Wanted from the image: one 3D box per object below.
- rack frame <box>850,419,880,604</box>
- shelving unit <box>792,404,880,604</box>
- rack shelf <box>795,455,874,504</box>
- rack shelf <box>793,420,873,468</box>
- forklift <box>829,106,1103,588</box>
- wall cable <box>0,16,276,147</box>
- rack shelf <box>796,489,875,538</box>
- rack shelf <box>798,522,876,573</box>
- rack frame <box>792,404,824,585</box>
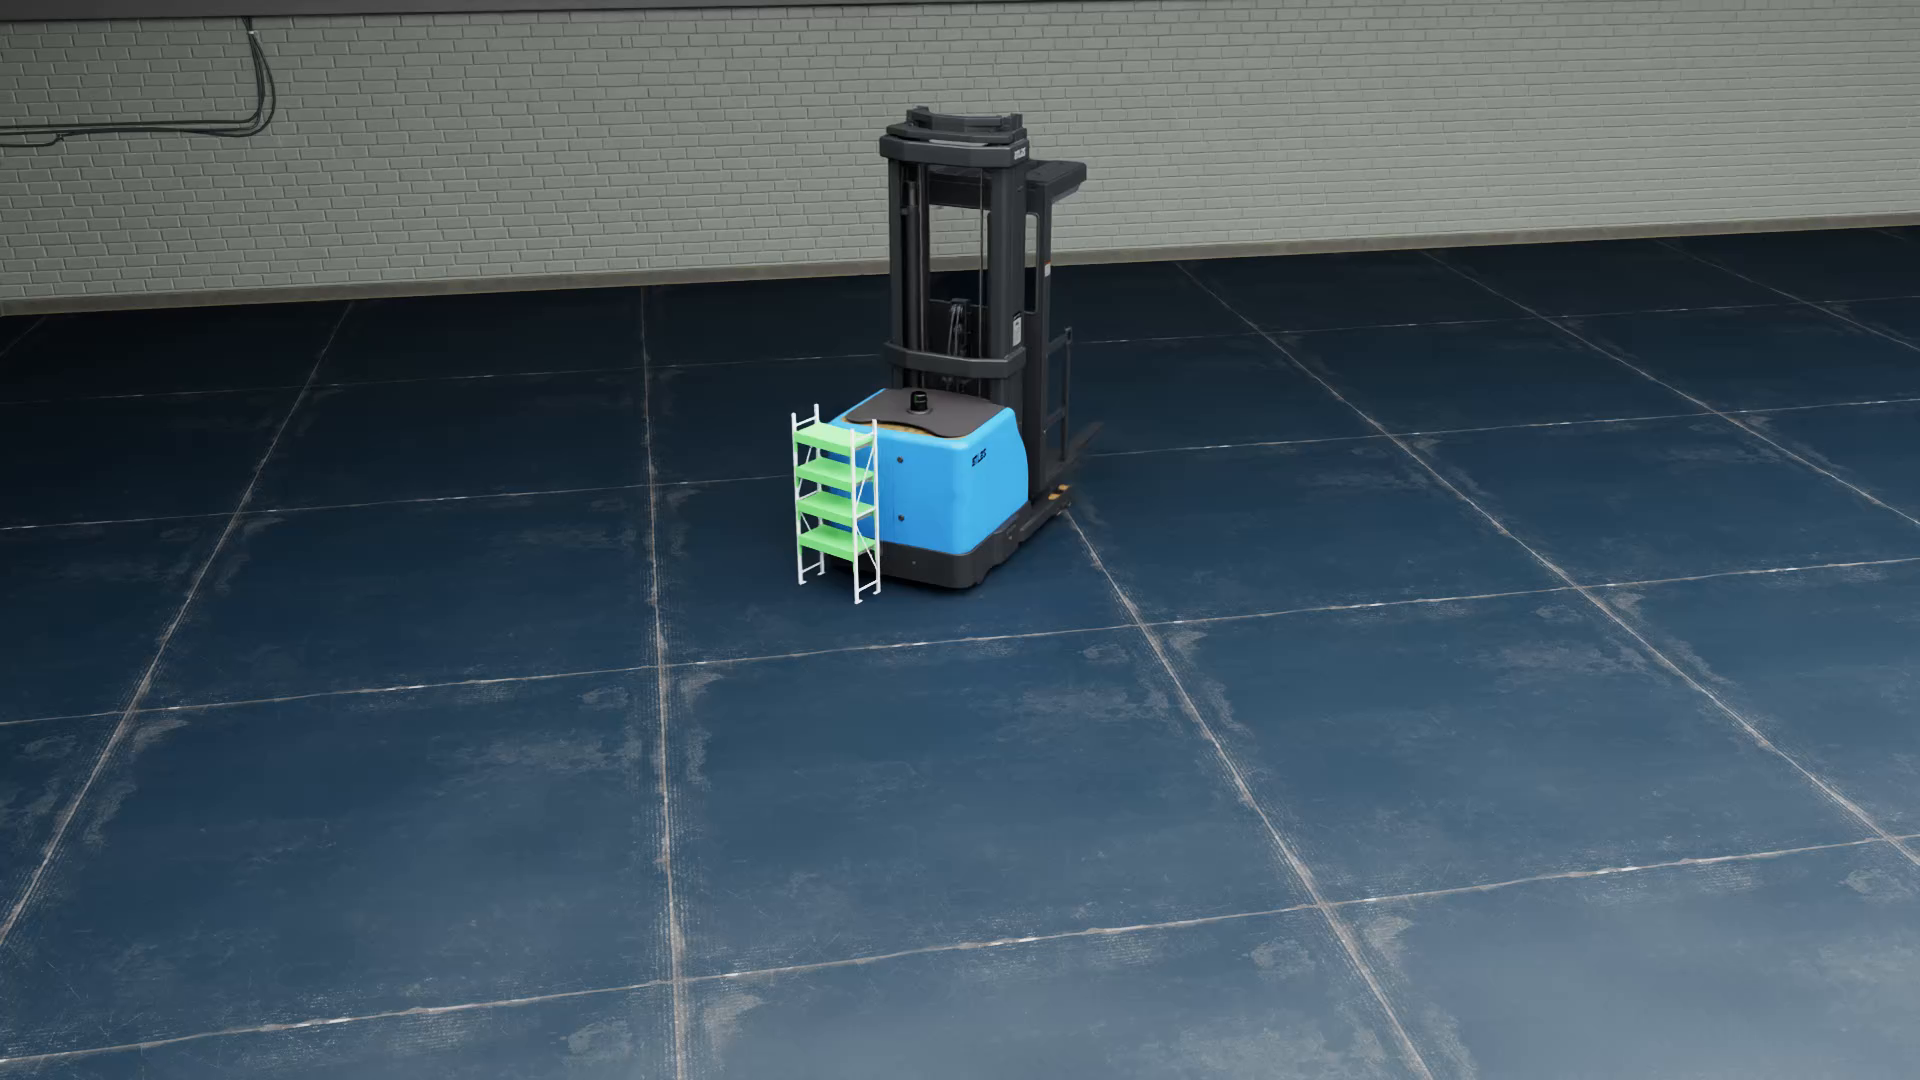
[{"bbox_3d":[-0.605,-0.174,10.649,0.015,1.200,0.240,17,29,33],"label":"rack frame"},{"bbox_3d":[-0.800,-0.232,10.783,0.503,1.200,0.258,17,29,33],"label":"shelving unit"},{"bbox_3d":[-0.800,-0.394,10.712,0.480,0.148,0.258,17,29,33],"label":"rack shelf"},{"bbox_3d":[-0.800,-0.614,10.616,0.480,0.148,0.258,17,29,33],"label":"rack shelf"},{"bbox_3d":[0.202,-1.584,11.714,1.130,2.935,3.031,11,26,23],"label":"forklift"},{"bbox_3d":[-8.369,-5.090,16.040,3.097,2.526,0.112,-4,24,-10],"label":"wall cable"},{"bbox_3d":[-0.800,-0.174,10.808,0.480,0.148,0.258,17,29,33],"label":"rack shelf"},{"bbox_3d":[-0.800,0.046,10.904,0.480,0.148,0.258,17,29,33],"label":"rack shelf"},{"bbox_3d":[-0.995,-0.291,10.917,0.015,1.200,0.240,17,29,33],"label":"rack frame"}]
